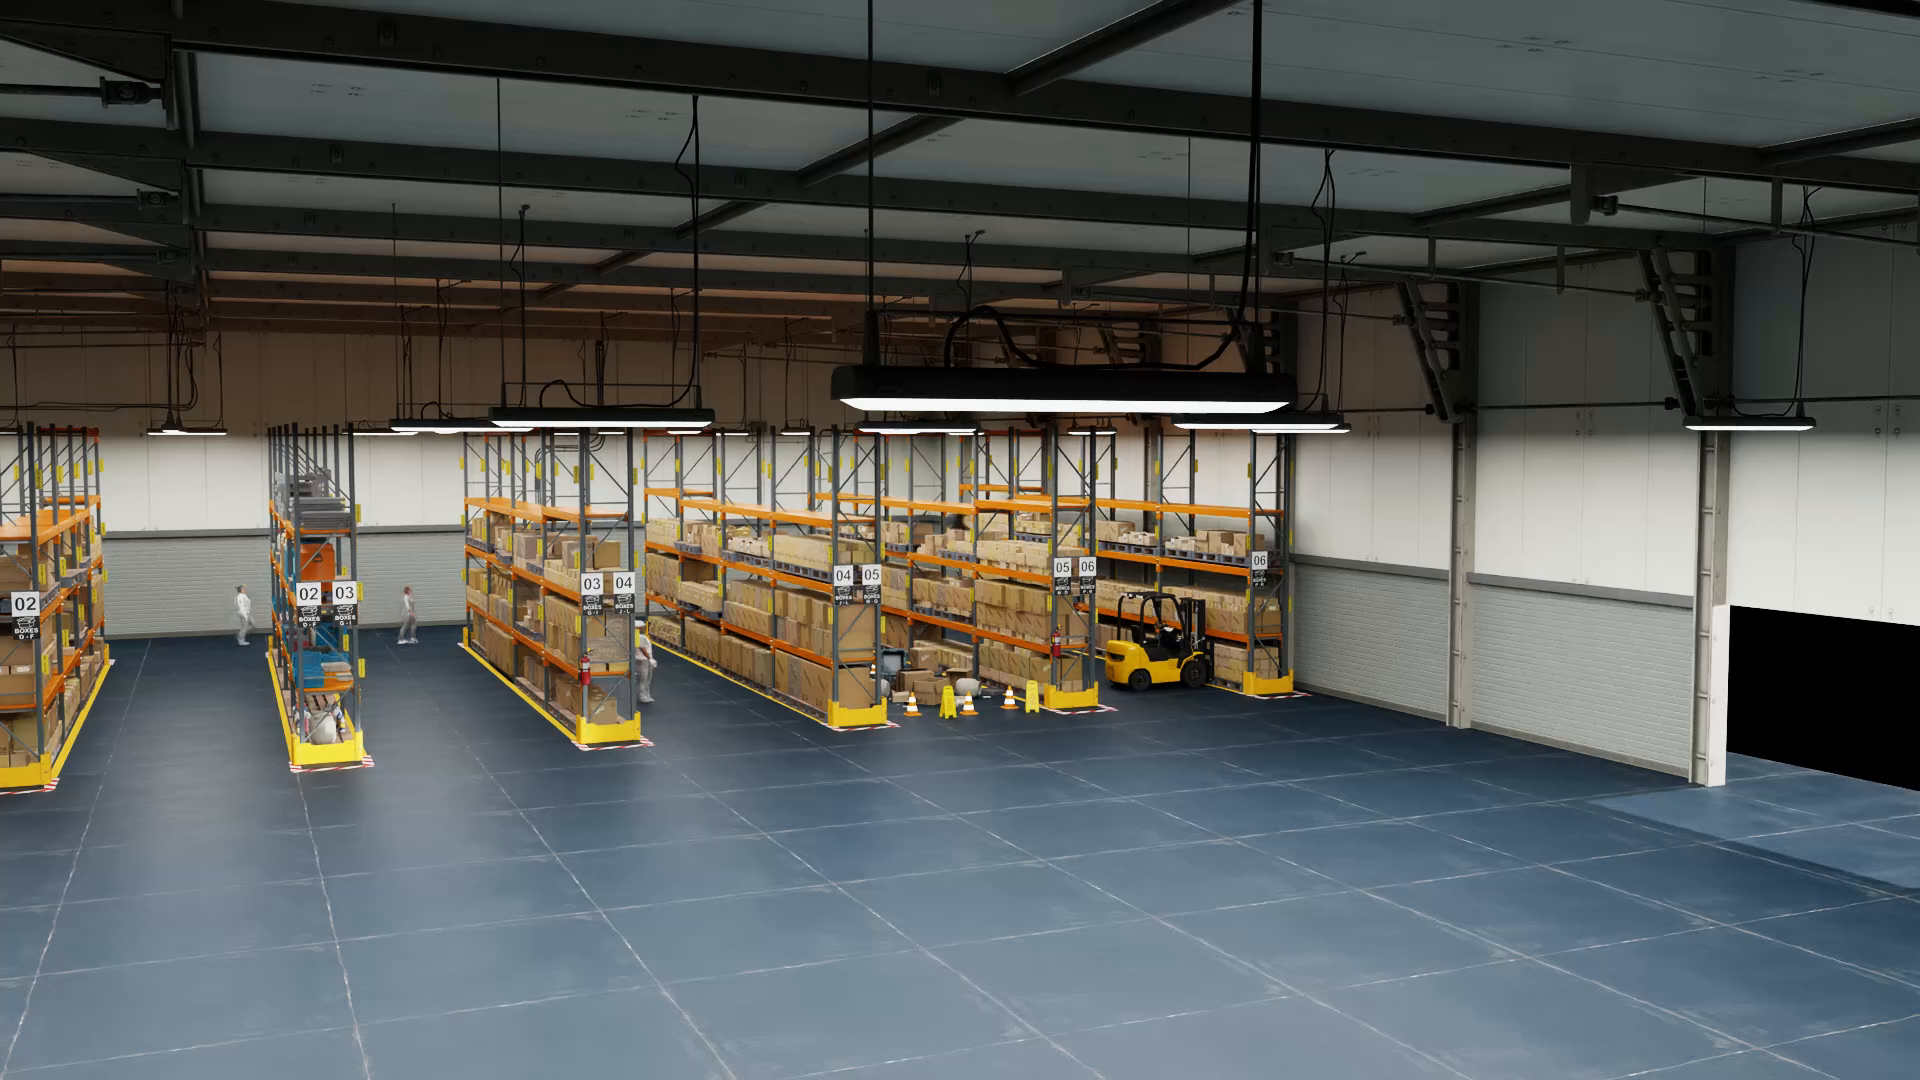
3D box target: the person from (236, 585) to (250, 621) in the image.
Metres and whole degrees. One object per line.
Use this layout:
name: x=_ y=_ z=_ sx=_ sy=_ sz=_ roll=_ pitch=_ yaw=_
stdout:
person: x=-19.780 y=1.729 z=45.883 sx=0.347 sy=1.009 sz=0.472 roll=-1 pitch=4 yaw=-13

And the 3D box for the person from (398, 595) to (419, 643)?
person: x=-15.382 y=2.203 z=46.340 sx=0.577 sy=1.389 sz=0.465 roll=-1 pitch=4 yaw=-19

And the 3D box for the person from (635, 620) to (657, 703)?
person: x=-6.828 y=2.641 z=36.141 sx=0.629 sy=1.819 sz=0.628 roll=1 pitch=4 yaw=9
